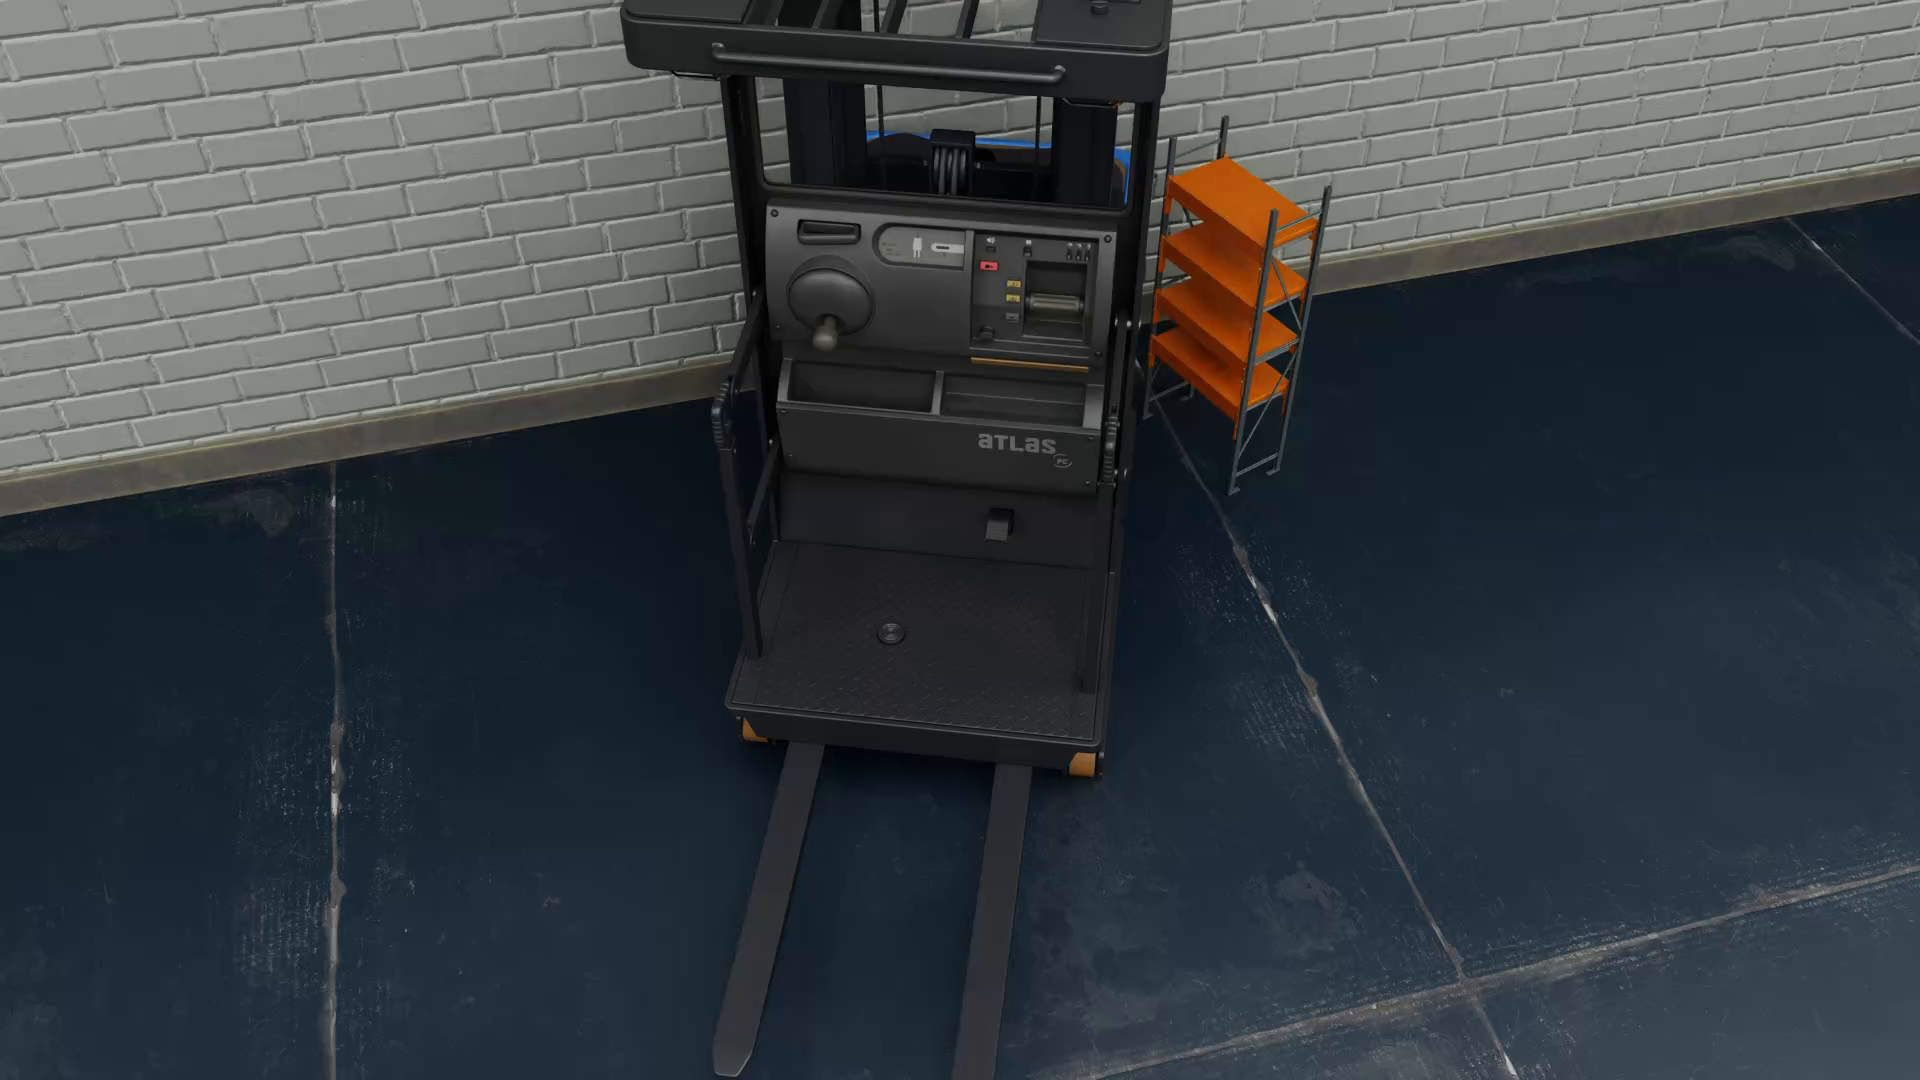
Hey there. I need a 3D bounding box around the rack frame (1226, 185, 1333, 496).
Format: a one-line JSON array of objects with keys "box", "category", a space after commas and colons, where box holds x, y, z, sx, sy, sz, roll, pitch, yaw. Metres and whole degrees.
[{"box": [1.048, -0.627, 5.525, 0.240, 1.200, 0.015, -26, 51, -23], "category": "rack frame"}]

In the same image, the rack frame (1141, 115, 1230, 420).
[{"box": [0.776, -0.916, 5.808, 0.240, 1.200, 0.015, -26, 51, -23], "category": "rack frame"}]

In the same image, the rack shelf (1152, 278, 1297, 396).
[{"box": [0.912, -0.725, 5.714, 0.258, 0.148, 0.480, -26, 51, -23], "category": "rack shelf"}]

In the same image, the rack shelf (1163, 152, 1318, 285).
[{"box": [0.912, -1.047, 5.386, 0.258, 0.148, 0.480, -26, 51, -23], "category": "rack shelf"}]

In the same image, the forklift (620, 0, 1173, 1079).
[{"box": [-0.082, -0.581, 4.268, 1.130, 2.935, 3.031, 5, 46, 5], "category": "forklift"}]

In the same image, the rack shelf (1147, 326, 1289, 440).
[{"box": [0.912, -0.586, 5.856, 0.258, 0.148, 0.480, -26, 51, -23], "category": "rack shelf"}]

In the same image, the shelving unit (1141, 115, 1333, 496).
[{"box": [0.912, -0.772, 5.666, 0.258, 1.200, 0.503, -26, 51, -23], "category": "shelving unit"}]

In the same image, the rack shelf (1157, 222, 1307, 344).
[{"box": [0.912, -0.881, 5.555, 0.258, 0.148, 0.480, -26, 51, -23], "category": "rack shelf"}]
